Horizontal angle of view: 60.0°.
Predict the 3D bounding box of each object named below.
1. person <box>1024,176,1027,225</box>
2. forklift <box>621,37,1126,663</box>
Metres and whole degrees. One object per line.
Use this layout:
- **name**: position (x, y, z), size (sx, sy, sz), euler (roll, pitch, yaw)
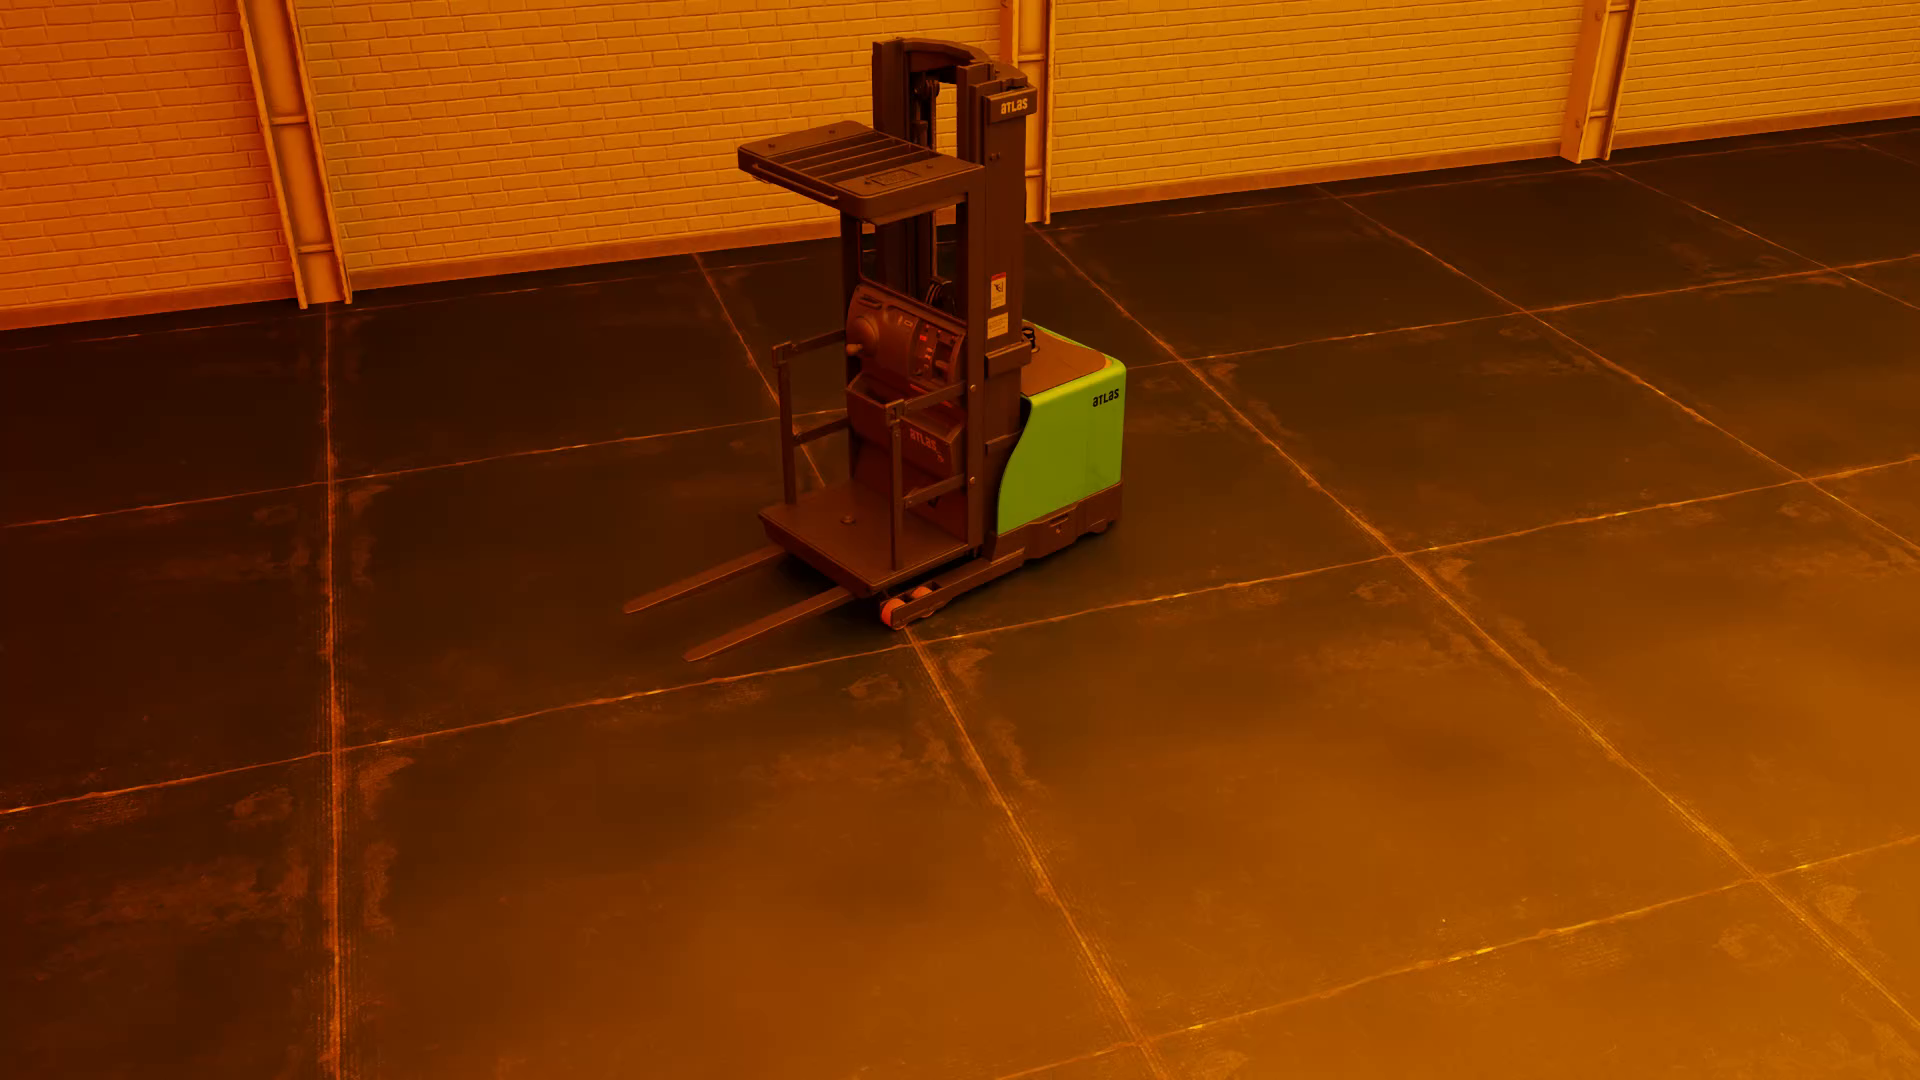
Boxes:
- **person**: position (0.320, -2.336, 12.359), size (0.360, 1.725, 0.530), euler (-2, 30, -3)
- **forklift**: position (-0.461, -1.072, 8.951), size (3.031, 2.935, 1.130), euler (-23, 37, -34)
